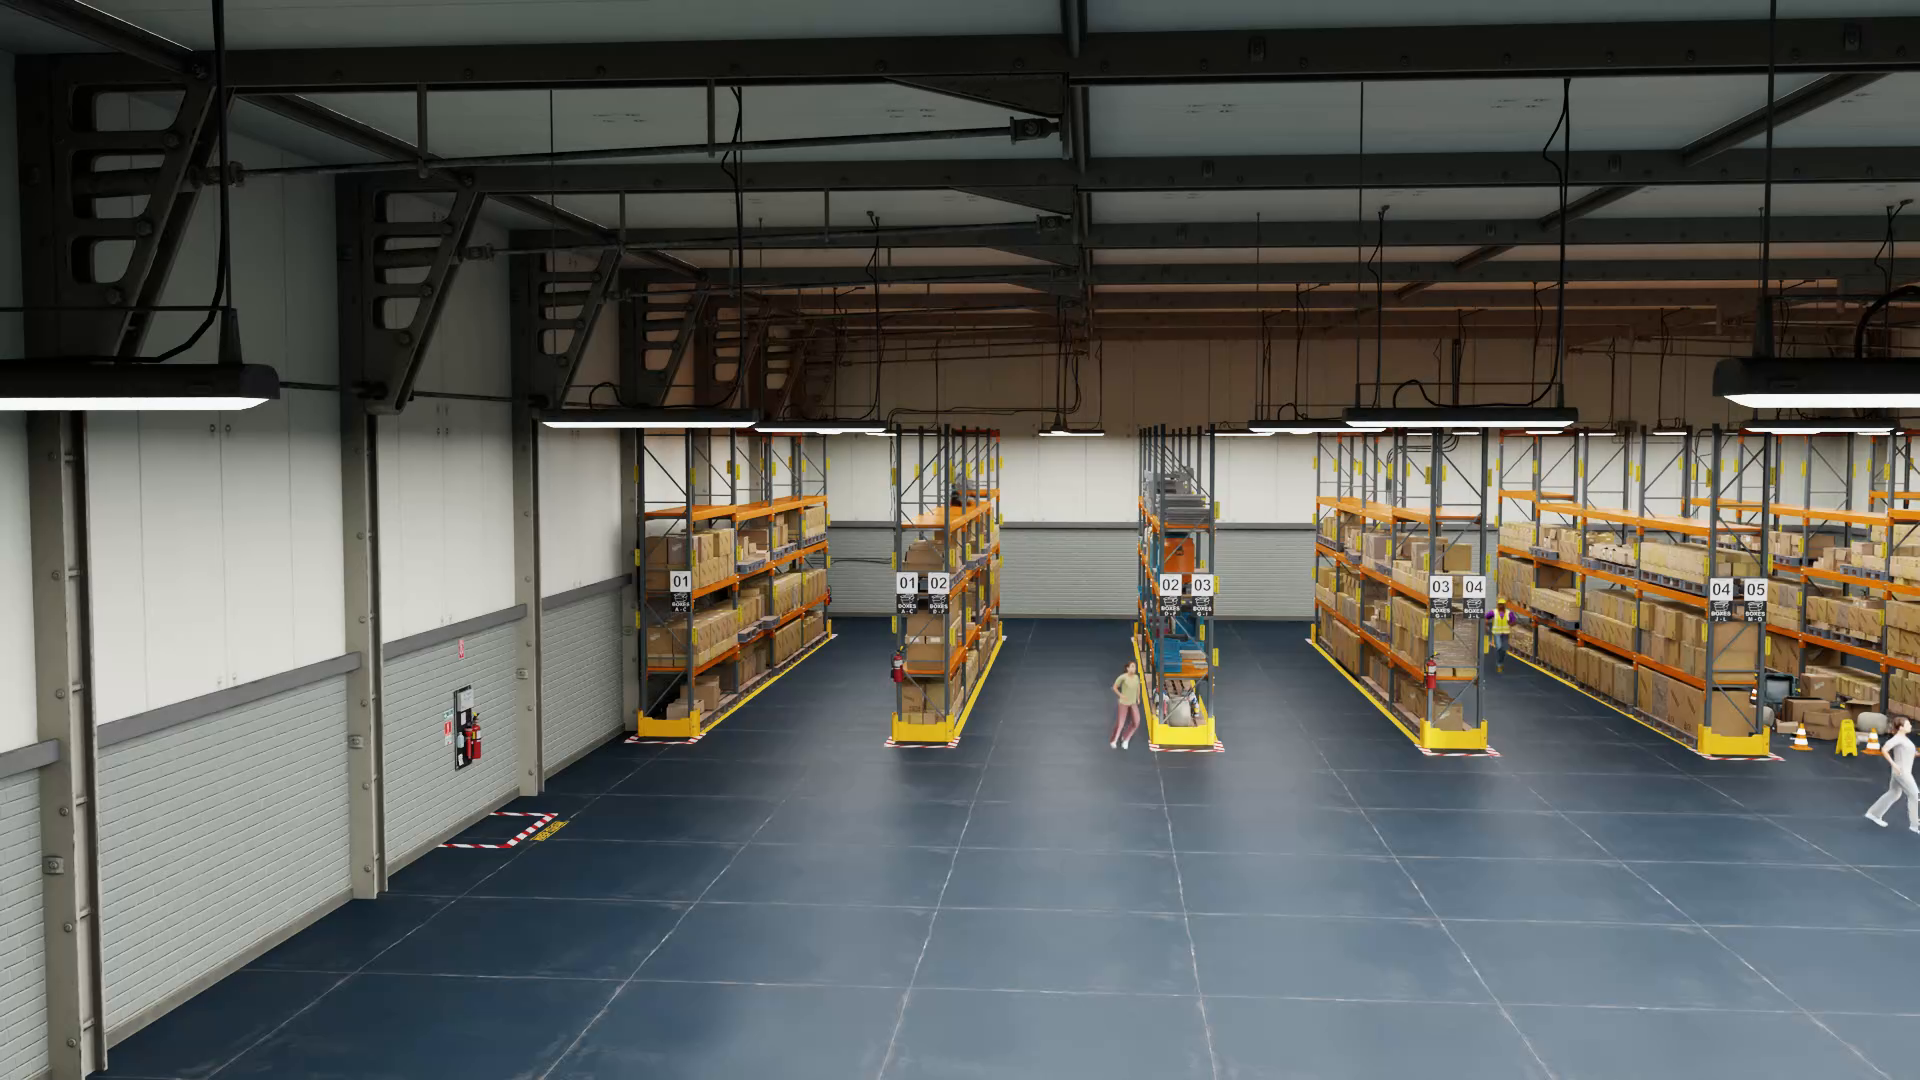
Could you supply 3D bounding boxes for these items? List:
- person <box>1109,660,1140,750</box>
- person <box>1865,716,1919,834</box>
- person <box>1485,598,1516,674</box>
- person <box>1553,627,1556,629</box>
[{"bbox_3d":[3.118,3.035,30.715,0.640,1.633,0.632,-1,4,-23],"label":"person"},{"bbox_3d":[13.639,3.402,24.087,0.848,1.702,0.550,2,4,34],"label":"person"},{"bbox_3d":[13.307,2.337,40.893,0.685,1.806,0.871,0,3,4],"label":"person"},{"bbox_3d":[16.783,2.018,46.169,0.785,1.830,0.983,0,4,-8],"label":"person"}]
